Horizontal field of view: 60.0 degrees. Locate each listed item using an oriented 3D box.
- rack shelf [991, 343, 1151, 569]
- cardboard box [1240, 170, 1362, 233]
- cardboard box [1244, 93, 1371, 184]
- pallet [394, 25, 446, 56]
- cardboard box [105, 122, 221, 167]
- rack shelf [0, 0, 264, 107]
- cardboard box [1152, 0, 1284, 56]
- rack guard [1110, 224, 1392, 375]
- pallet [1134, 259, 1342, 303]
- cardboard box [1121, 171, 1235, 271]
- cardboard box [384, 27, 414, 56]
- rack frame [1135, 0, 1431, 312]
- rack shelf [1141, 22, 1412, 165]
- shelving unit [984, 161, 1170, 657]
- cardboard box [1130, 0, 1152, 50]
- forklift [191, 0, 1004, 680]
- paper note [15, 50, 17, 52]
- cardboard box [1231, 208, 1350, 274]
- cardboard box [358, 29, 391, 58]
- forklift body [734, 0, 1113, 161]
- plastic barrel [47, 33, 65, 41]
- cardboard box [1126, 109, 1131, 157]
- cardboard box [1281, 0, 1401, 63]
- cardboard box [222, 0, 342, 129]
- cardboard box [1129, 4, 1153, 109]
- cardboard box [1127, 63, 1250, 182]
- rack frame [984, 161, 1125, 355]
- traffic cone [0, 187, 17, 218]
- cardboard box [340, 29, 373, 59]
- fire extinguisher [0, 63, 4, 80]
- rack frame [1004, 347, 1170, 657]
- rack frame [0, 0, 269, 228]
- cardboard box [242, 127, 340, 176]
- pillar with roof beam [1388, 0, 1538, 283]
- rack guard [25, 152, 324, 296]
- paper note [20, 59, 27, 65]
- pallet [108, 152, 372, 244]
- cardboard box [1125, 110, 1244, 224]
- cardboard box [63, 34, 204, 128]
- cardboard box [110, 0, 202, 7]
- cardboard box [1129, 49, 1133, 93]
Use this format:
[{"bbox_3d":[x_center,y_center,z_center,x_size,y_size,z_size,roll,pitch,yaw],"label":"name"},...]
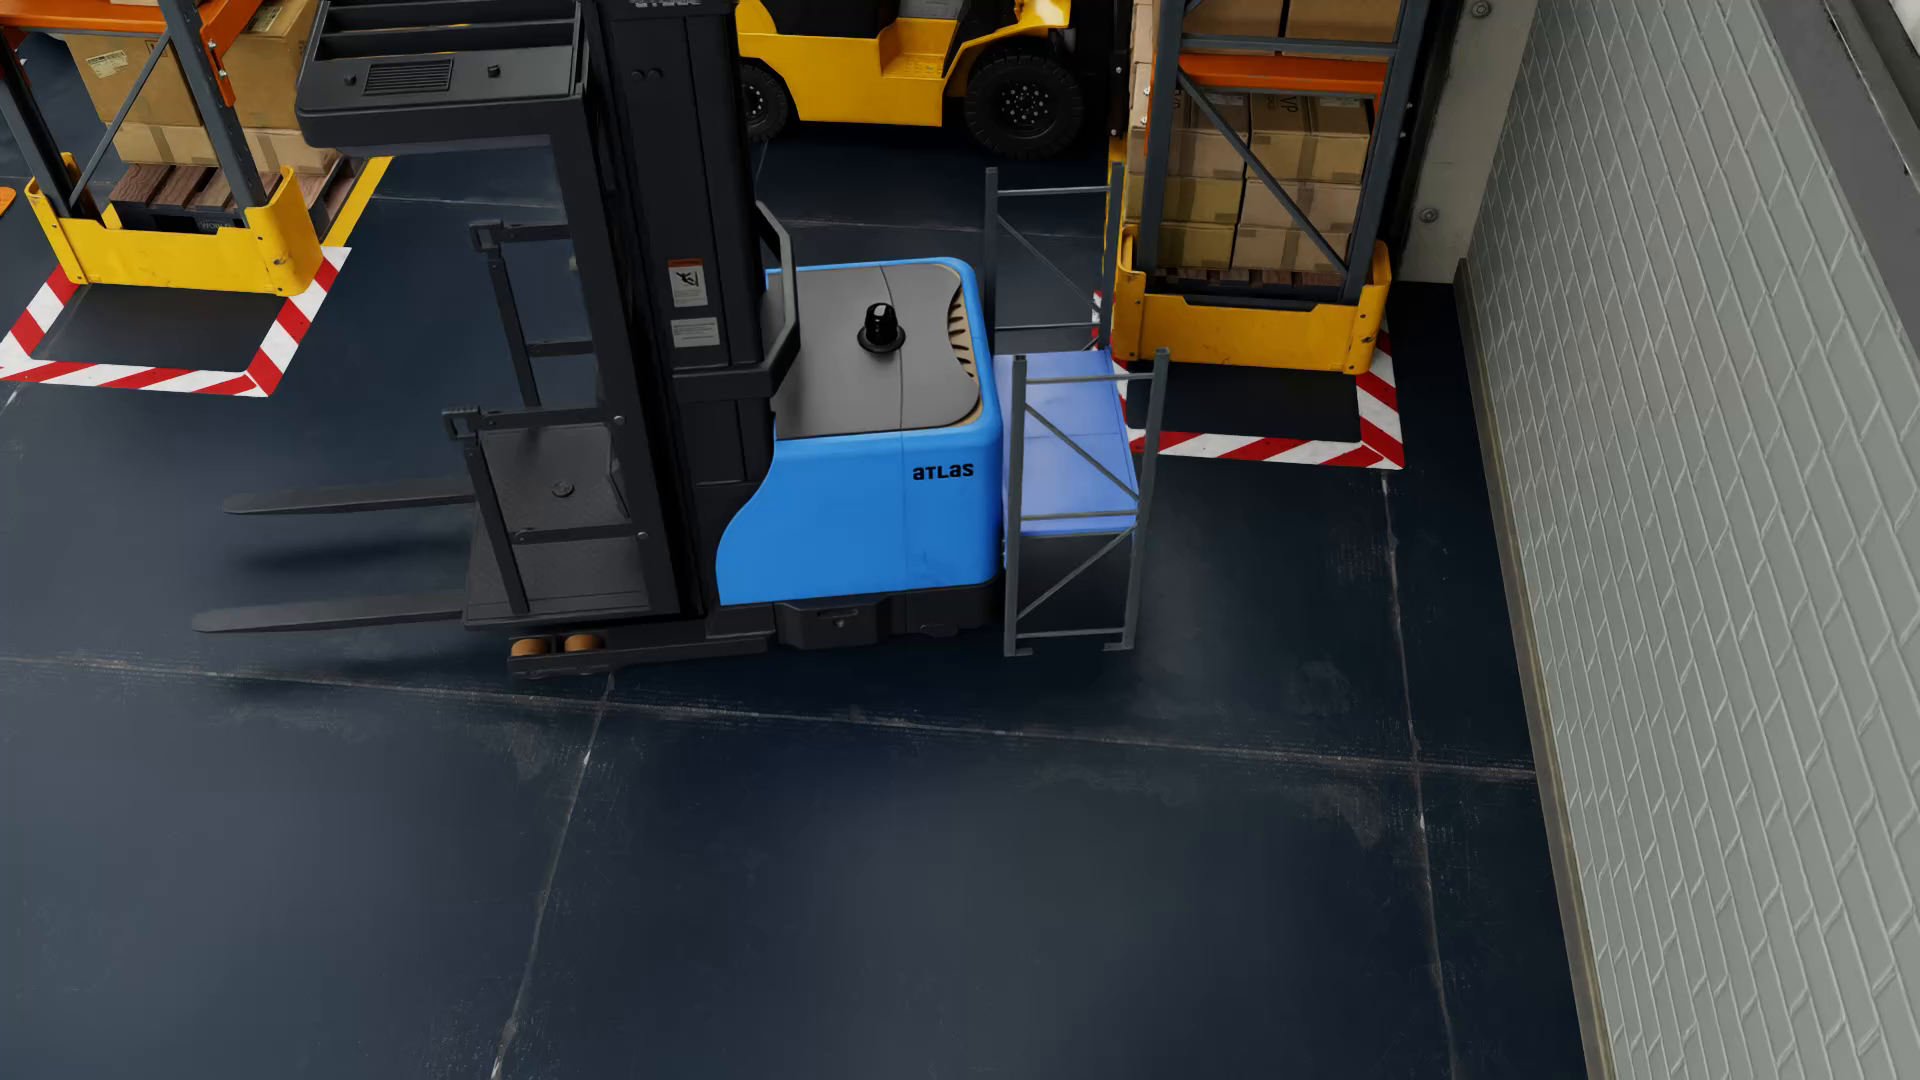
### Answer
[{"bbox_3d":[0.380,-0.337,6.312,0.538,0.185,1.000,-3,48,-3],"label":"rack shelf"},{"bbox_3d":[1.528,-1.647,7.490,0.500,0.250,0.500,5,48,4],"label":"cardboard box"},{"bbox_3d":[1.510,-1.825,7.313,0.500,0.250,0.500,3,48,3],"label":"cardboard box"},{"bbox_3d":[-3.435,-2.868,9.256,1.003,0.211,1.213,4,48,4],"label":"pallet"},{"bbox_3d":[-3.857,-2.108,8.250,0.500,0.250,0.500,4,48,3],"label":"cardboard box"},{"bbox_3d":[-3.483,-3.491,8.424,1.077,0.370,4.000,4,48,4],"label":"rack shelf"},{"bbox_3d":[1.061,-2.346,6.821,0.500,0.500,0.500,3,48,3],"label":"cardboard box"},{"bbox_3d":[1.276,-1.072,7.417,1.175,0.500,0.348,4,48,4],"label":"rack guard"},{"bbox_3d":[1.306,-1.557,8.057,1.003,0.211,1.213,4,48,4],"label":"pallet"},{"bbox_3d":[1.006,-1.513,7.706,0.500,0.250,0.500,4,48,4],"label":"cardboard box"},{"bbox_3d":[-3.225,-2.828,8.909,0.500,0.250,0.500,7,48,6],"label":"cardboard box"},{"bbox_3d":[1.278,-1.933,6.511,1.000,3.000,0.127,4,48,4],"label":"rack frame"},{"bbox_3d":[1.460,-3.160,8.121,1.077,0.370,4.000,4,48,4],"label":"rack shelf"},{"bbox_3d":[0.380,-0.459,6.179,0.538,1.500,1.048,-3,48,-3],"label":"shelving unit"},{"bbox_3d":[1.086,-2.591,8.014,0.500,0.250,0.500,4,48,4],"label":"cardboard box"},{"bbox_3d":[-1.389,-0.876,5.590,3.031,2.935,1.130,-5,48,-4],"label":"forklift"},{"bbox_3d":[-5.335,-2.701,9.233,0.148,0.019,0.142,19,50,17],"label":"paper note"},{"bbox_3d":[1.518,-1.495,7.689,0.500,0.250,0.500,4,48,4],"label":"cardboard box"},{"bbox_3d":[-3.262,-2.427,8.541,0.500,0.250,0.500,5,48,5],"label":"cardboard box"},{"bbox_3d":[-0.366,-3.163,8.211,2.313,2.155,1.214,4,48,4],"label":"forklift body"},{"bbox_3d":[-4.985,-3.014,9.246,0.421,0.421,0.512,-36,57,-28],"label":"plastic barrel"},{"bbox_3d":[1.061,-1.878,8.040,0.500,0.250,0.500,4,48,4],"label":"cardboard box"},{"bbox_3d":[1.600,-2.312,6.790,0.500,0.500,0.500,5,48,5],"label":"cardboard box"},{"bbox_3d":[-3.315,-2.323,7.938,0.500,0.500,0.500,2,48,2],"label":"cardboard box"},{"bbox_3d":[1.050,-2.219,7.674,0.500,0.250,0.500,5,48,4],"label":"cardboard box"},{"bbox_3d":[1.009,-1.844,7.331,0.500,0.250,0.500,5,48,5],"label":"cardboard box"},{"bbox_3d":[0.342,-0.833,6.521,0.500,1.500,0.032,-3,48,-3],"label":"rack frame"},{"bbox_3d":[-4.911,-1.811,8.118,0.336,0.463,0.334,4,48,4],"label":"traffic cone"},{"bbox_3d":[-3.272,-2.707,8.290,0.500,0.500,0.500,2,48,2],"label":"cardboard box"},{"bbox_3d":[-4.135,-2.185,6.794,0.296,0.674,0.183,4,48,4],"label":"fire extinguisher"},{"bbox_3d":[0.418,-0.084,5.837,0.500,1.500,0.032,-3,48,-3],"label":"rack frame"},{"bbox_3d":[-3.665,-2.264,6.814,1.000,3.000,0.127,4,48,4],"label":"rack frame"},{"bbox_3d":[-3.316,-2.052,8.199,0.500,0.250,0.500,4,48,3],"label":"cardboard box"},{"bbox_3d":[-2.048,-4.698,4.975,9.100,9.000,0.400,4,48,4],"label":"pillar with roof beam"},{"bbox_3d":[-3.658,-1.476,7.787,1.175,0.500,0.348,4,48,4],"label":"rack guard"},{"bbox_3d":[-5.183,-2.617,9.163,0.032,0.001,0.123,4,48,4],"label":"paper note"},{"bbox_3d":[-3.549,-1.973,8.438,1.003,0.211,1.213,4,48,4],"label":"pallet"},{"bbox_3d":[1.011,-1.694,7.533,0.500,0.250,0.500,3,48,3],"label":"cardboard box"},{"bbox_3d":[-3.852,-2.337,7.951,0.500,0.500,0.500,4,48,4],"label":"cardboard box"},{"bbox_3d":[-3.428,-2.415,7.122,0.380,0.149,0.250,4,48,4],"label":"cardboard box"},{"bbox_3d":[1.094,-2.443,8.217,0.500,0.250,0.500,3,48,3],"label":"cardboard box"}]
